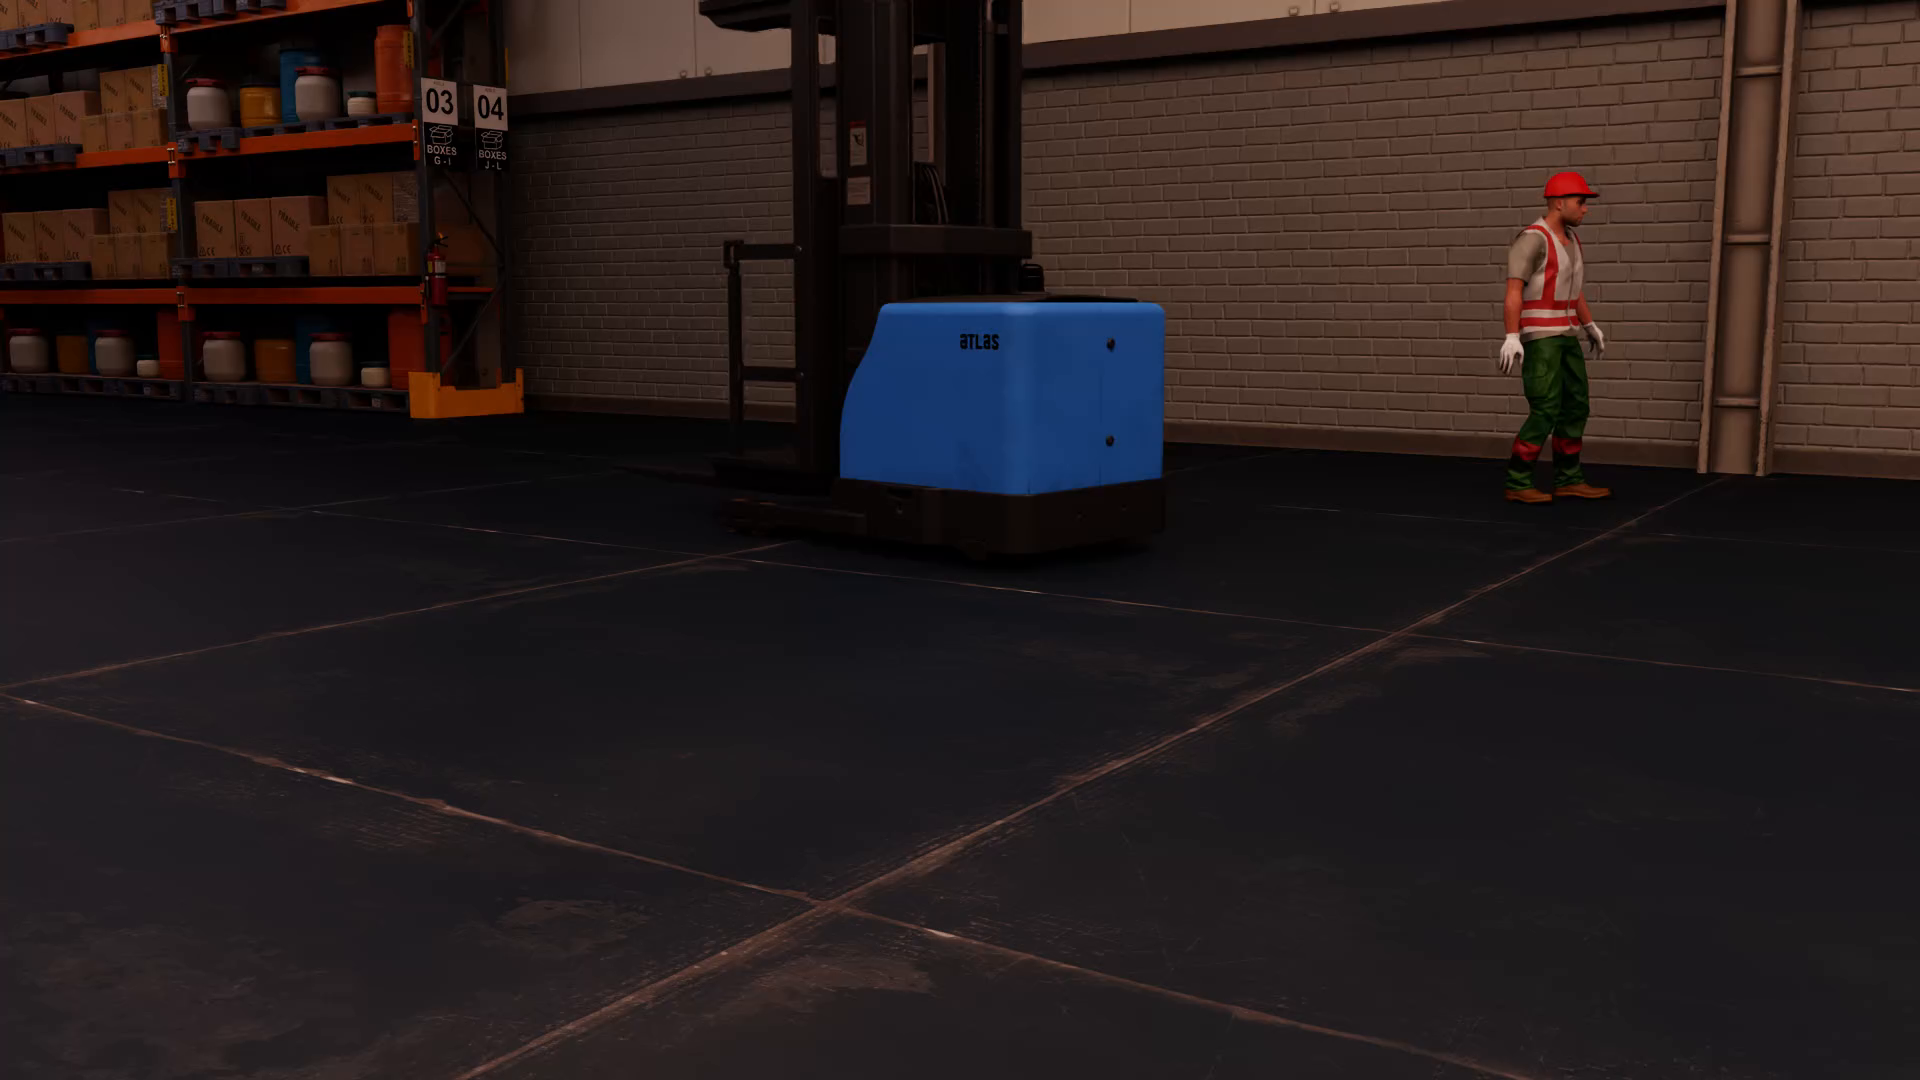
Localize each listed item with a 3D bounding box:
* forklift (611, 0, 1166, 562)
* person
[{"bbox_3d":[-0.514,-1.513,7.833,3.031,2.935,1.130,7,11,42],"label":"forklift"},{"bbox_3d":[3.195,-1.079,8.948,0.794,1.760,0.411,-7,11,-42],"label":"person"}]
